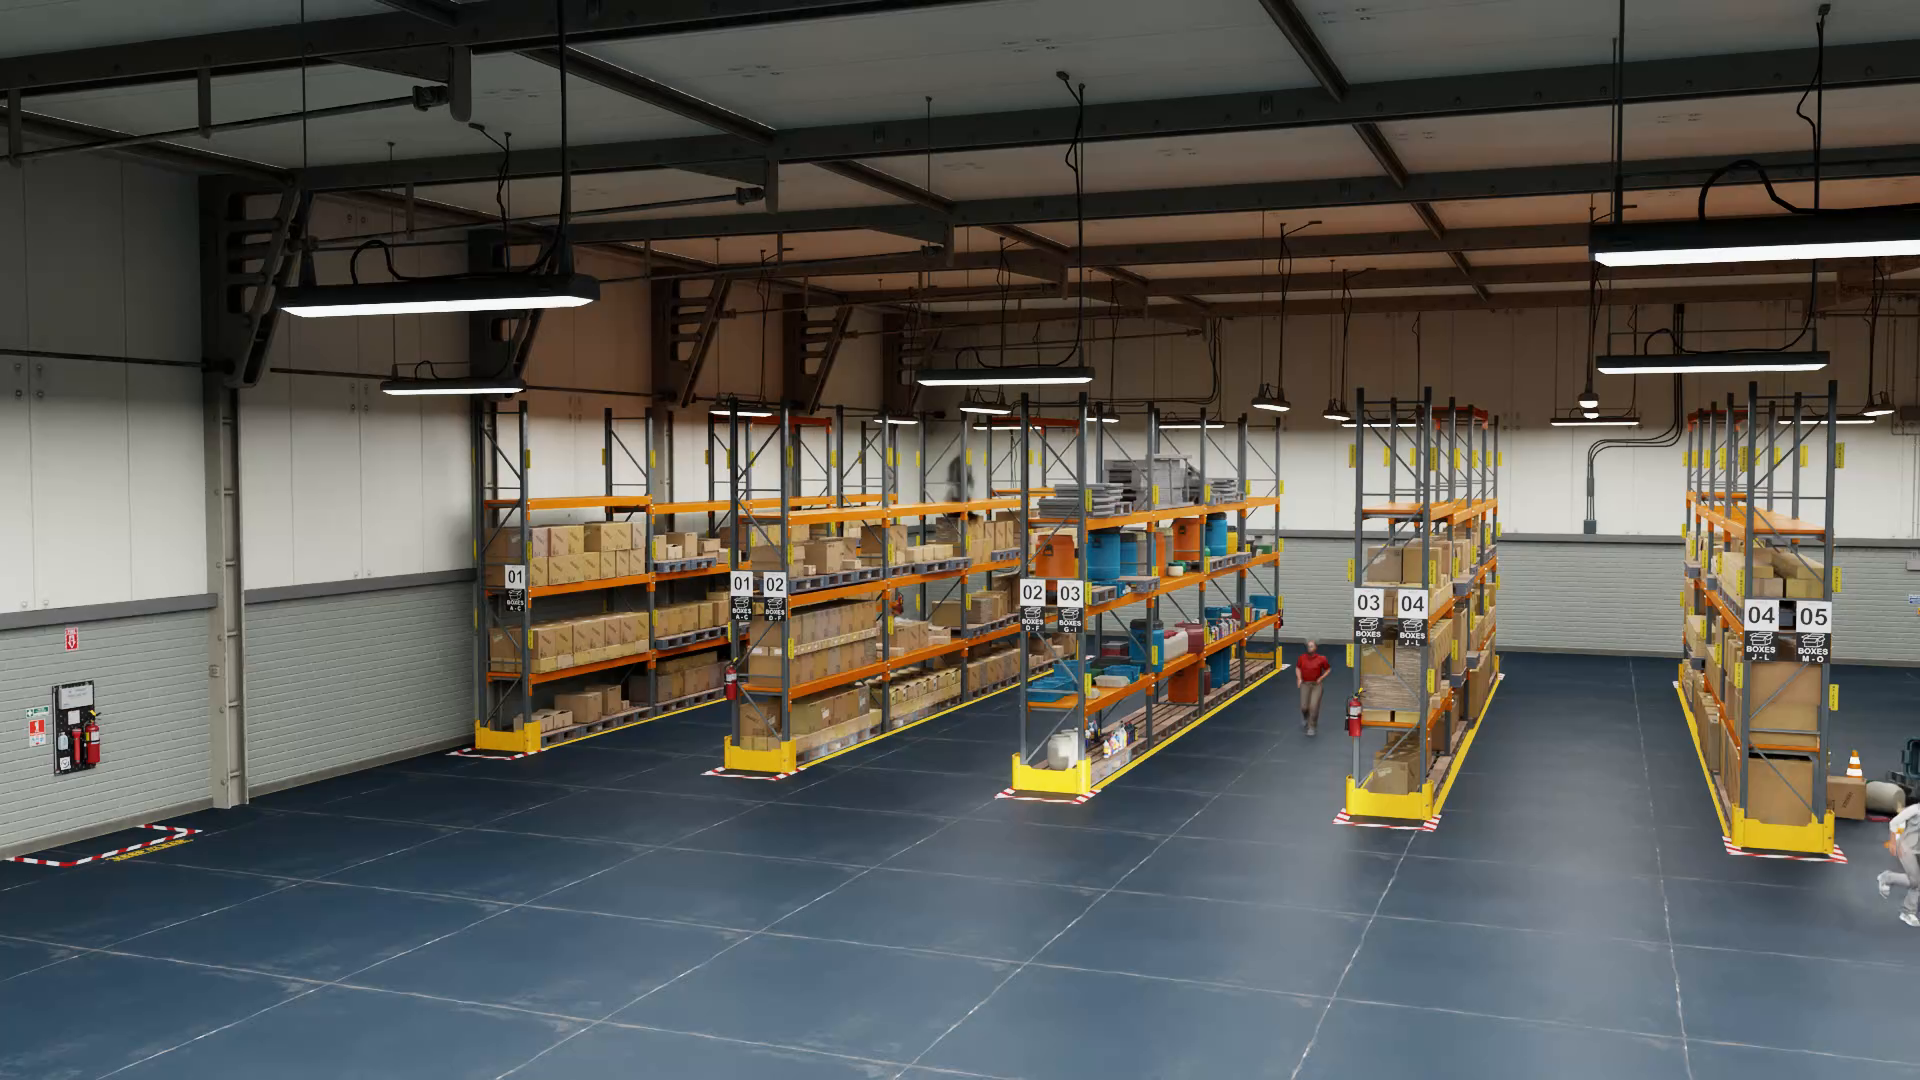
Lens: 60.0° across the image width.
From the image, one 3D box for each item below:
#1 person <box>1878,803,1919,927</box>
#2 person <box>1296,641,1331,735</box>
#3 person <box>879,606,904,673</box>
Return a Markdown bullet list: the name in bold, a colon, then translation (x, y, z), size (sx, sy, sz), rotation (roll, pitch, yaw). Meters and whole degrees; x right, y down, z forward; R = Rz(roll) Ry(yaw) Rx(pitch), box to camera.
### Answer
- **person**: translation (10.287, 3.382, 18.000), size (0.532, 1.537, 0.717), rotation (-1, 3, -23)
- **person**: translation (6.437, 2.689, 30.344), size (0.653, 1.700, 0.645), rotation (1, 3, 23)
- **person**: translation (-1.522, 2.352, 37.514), size (0.594, 1.747, 0.830), rotation (1, 3, 19)
